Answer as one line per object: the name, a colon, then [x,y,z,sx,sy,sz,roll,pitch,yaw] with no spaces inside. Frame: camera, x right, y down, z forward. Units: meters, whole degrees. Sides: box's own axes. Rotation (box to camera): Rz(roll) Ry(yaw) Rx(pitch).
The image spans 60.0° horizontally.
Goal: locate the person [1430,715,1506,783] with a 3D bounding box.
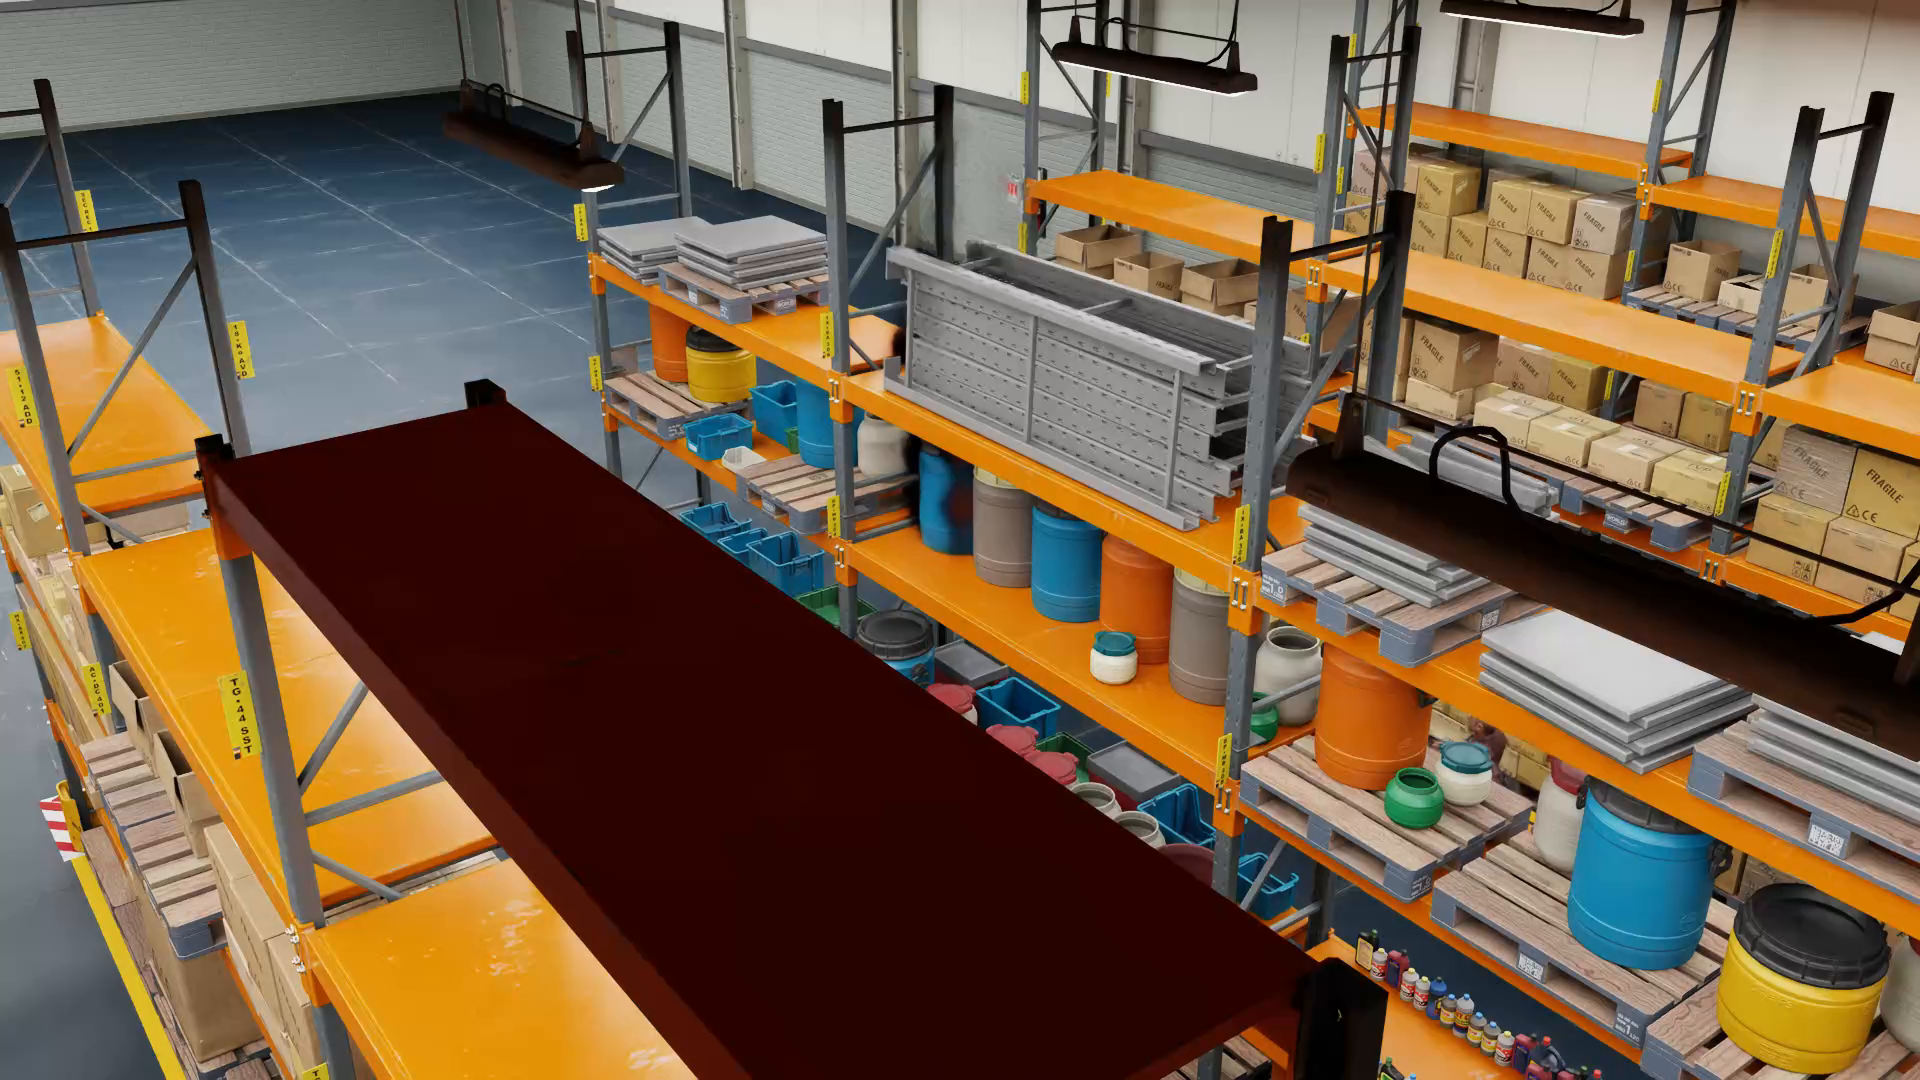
person: [3.698,1.999,12.007,0.835,1.842,0.692,23,33,40]
